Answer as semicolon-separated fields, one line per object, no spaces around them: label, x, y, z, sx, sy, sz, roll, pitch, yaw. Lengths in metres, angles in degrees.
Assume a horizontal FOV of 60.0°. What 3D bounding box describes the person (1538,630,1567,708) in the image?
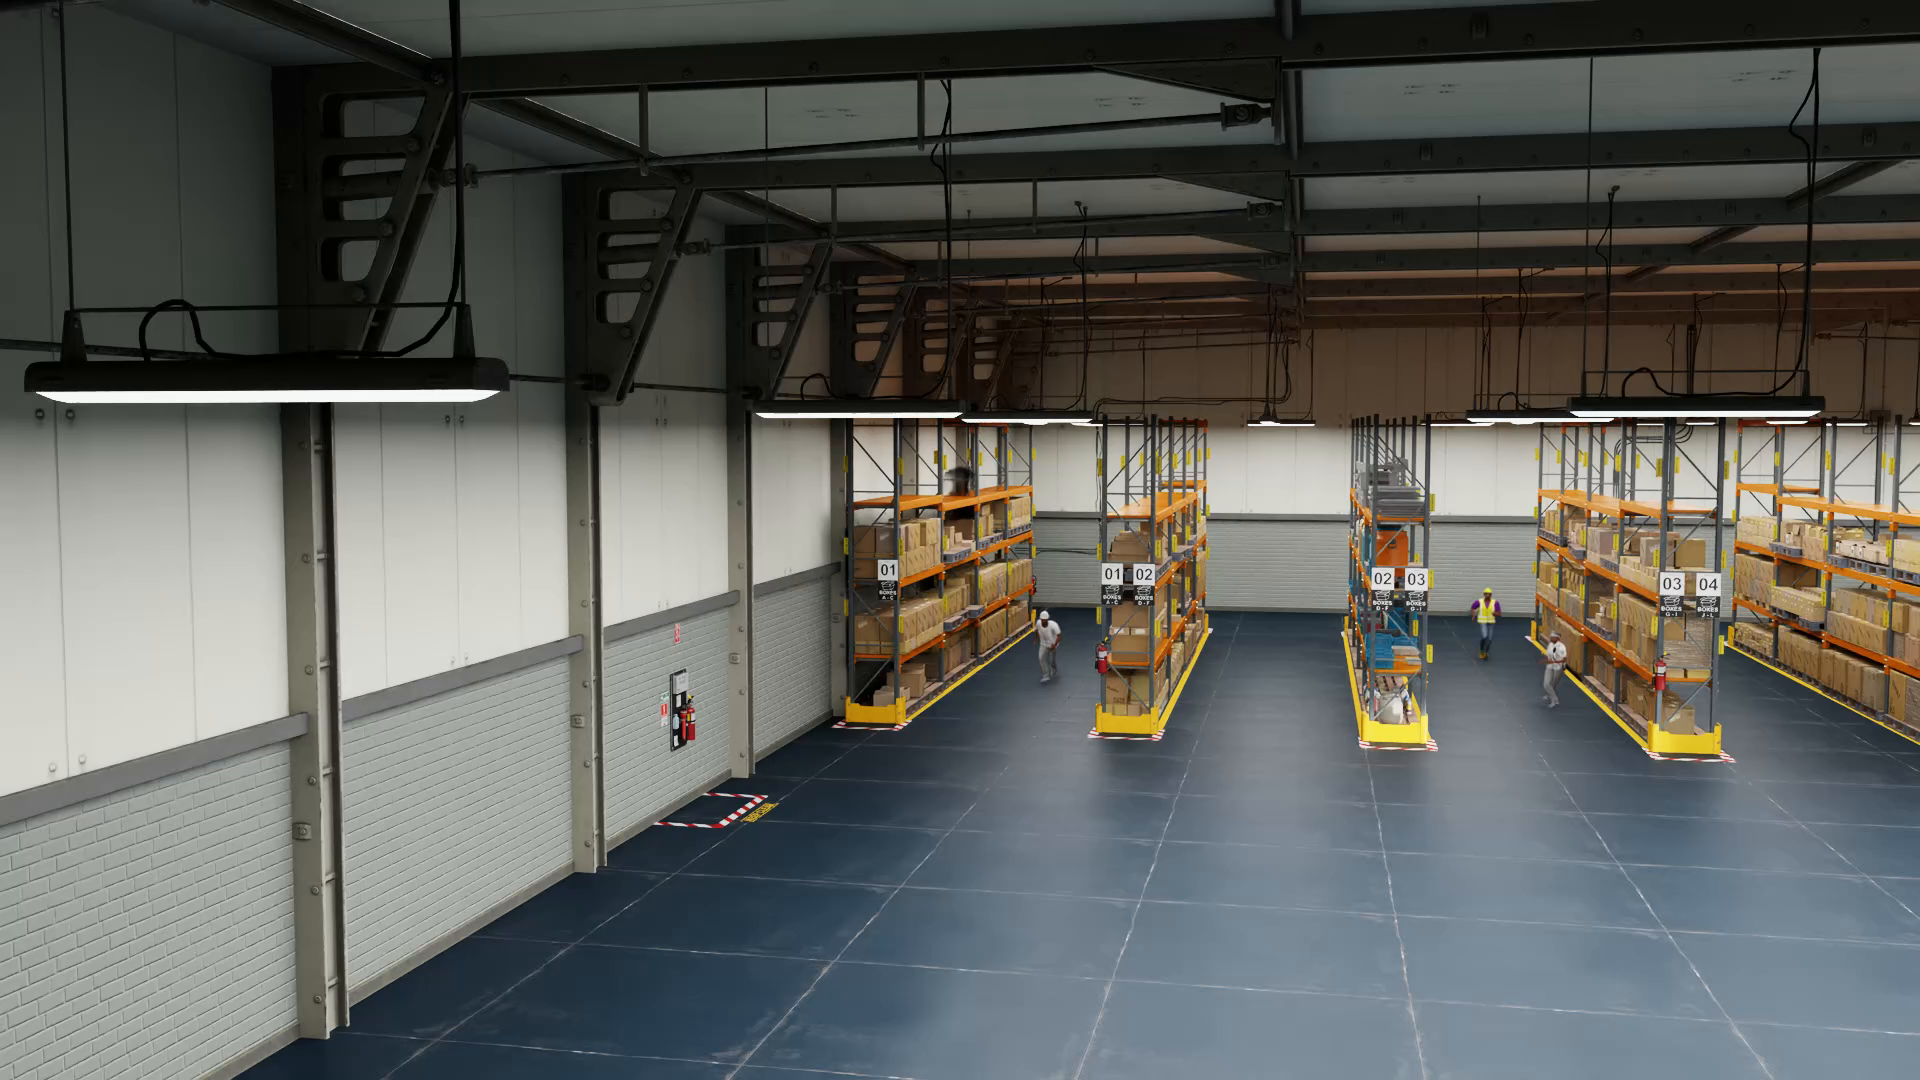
person;12.295;2.652;34.420;0.637;1.633;0.686;-3;5;-41

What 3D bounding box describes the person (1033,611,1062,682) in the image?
person;2.040;2.389;37.862;0.708;1.620;1.103;2;4;24

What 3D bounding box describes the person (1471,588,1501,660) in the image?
person;13.092;2.092;41.339;0.666;1.789;0.728;0;4;2

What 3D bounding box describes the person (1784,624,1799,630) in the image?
person;22.272;1.958;44.199;0.640;1.686;0.674;3;5;41
